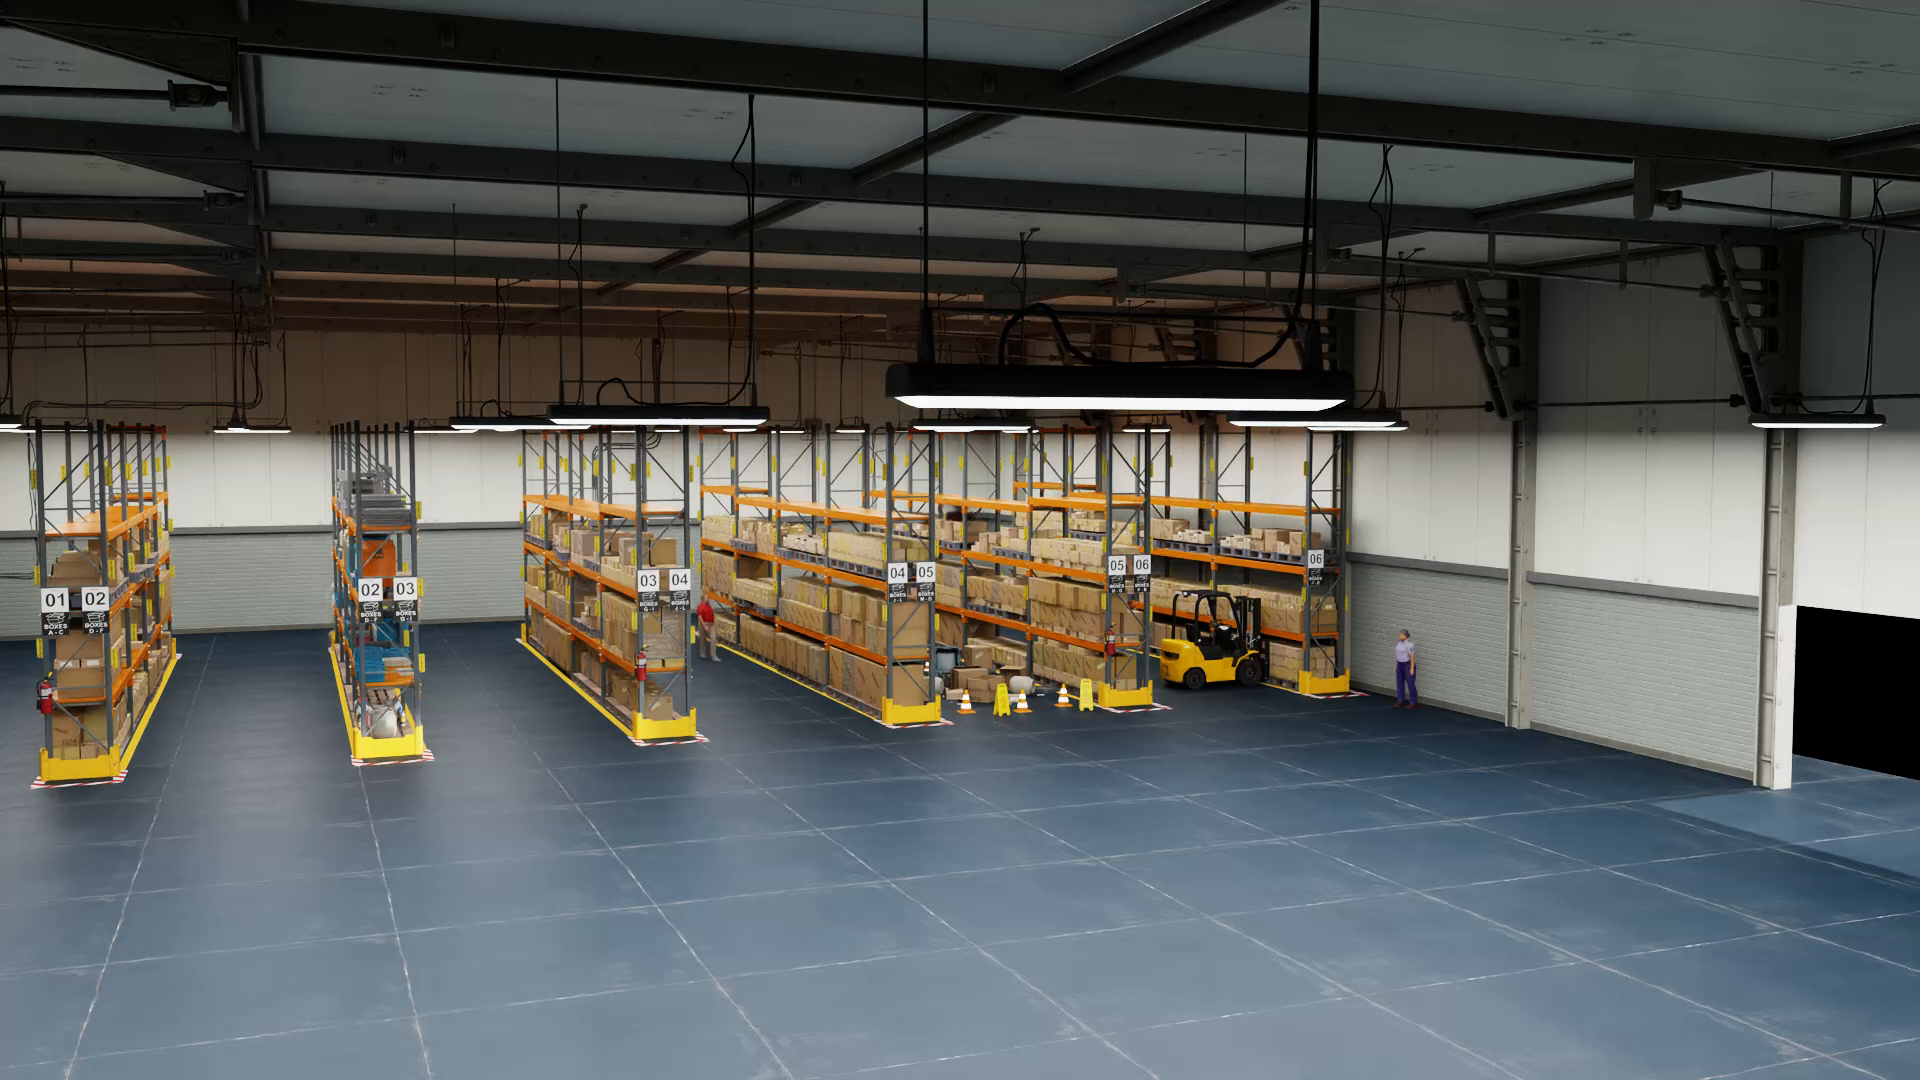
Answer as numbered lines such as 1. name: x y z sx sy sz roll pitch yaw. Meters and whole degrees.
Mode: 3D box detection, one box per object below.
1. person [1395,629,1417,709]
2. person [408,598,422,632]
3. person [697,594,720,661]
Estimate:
1. person: 9.395 2.704 35.060 0.375 1.664 0.503 -2 4 -27
2. person: -16.037 1.868 48.665 0.556 1.683 0.516 -2 4 -25
3. person: -6.466 2.222 42.413 0.490 1.672 0.965 -1 4 -21
